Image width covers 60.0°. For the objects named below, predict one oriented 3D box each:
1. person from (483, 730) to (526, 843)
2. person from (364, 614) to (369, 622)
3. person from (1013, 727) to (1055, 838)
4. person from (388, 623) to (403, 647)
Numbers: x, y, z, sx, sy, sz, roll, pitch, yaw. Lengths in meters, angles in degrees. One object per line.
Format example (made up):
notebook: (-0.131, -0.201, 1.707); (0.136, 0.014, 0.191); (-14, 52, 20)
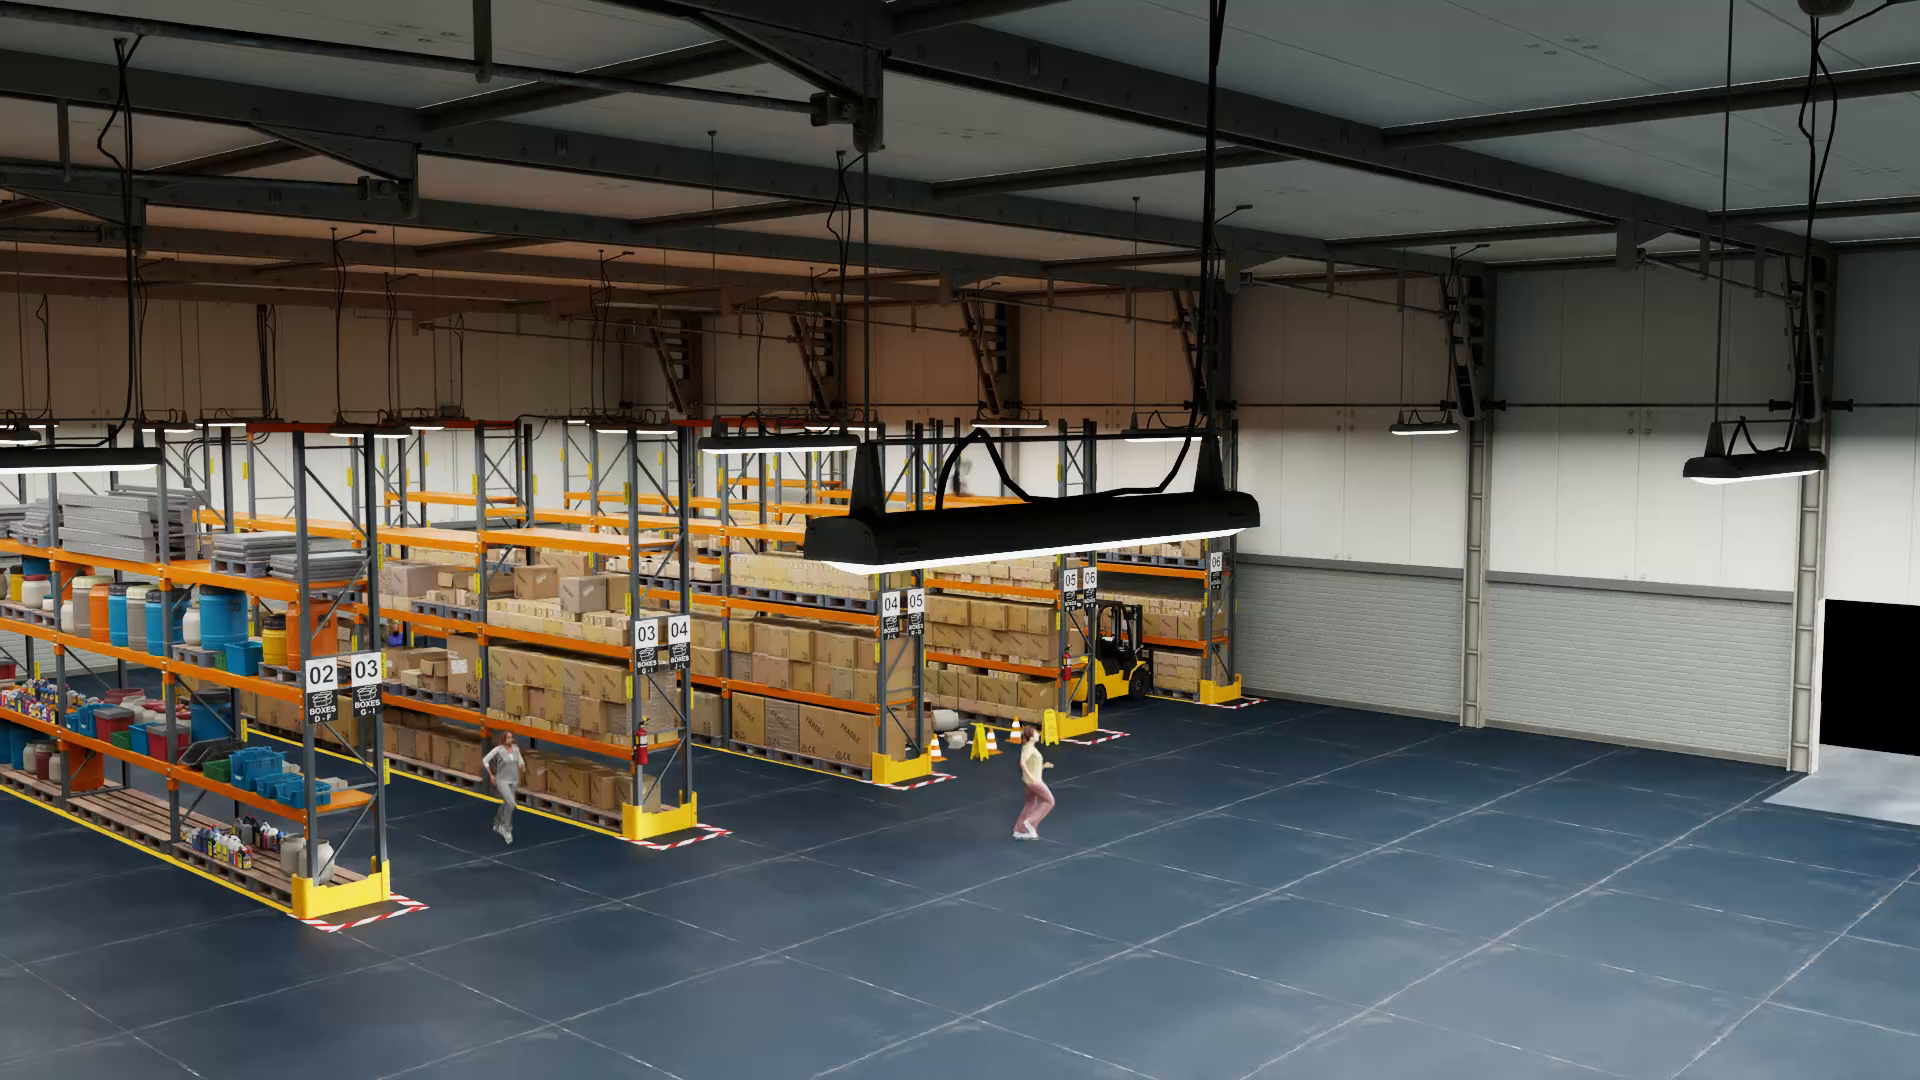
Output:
person: (-6.588, 3.567, 24.197); (0.710, 1.637, 0.524); (4, 6, 37)
person: (-13.065, 2.446, 36.609); (0.959, 1.797, 0.665); (4, 6, 44)
person: (1.075, 3.523, 24.181); (0.613, 1.634, 0.560); (-1, 5, -13)
person: (-12.143, 2.596, 35.820); (0.578, 1.663, 0.749); (-3, 6, -35)
